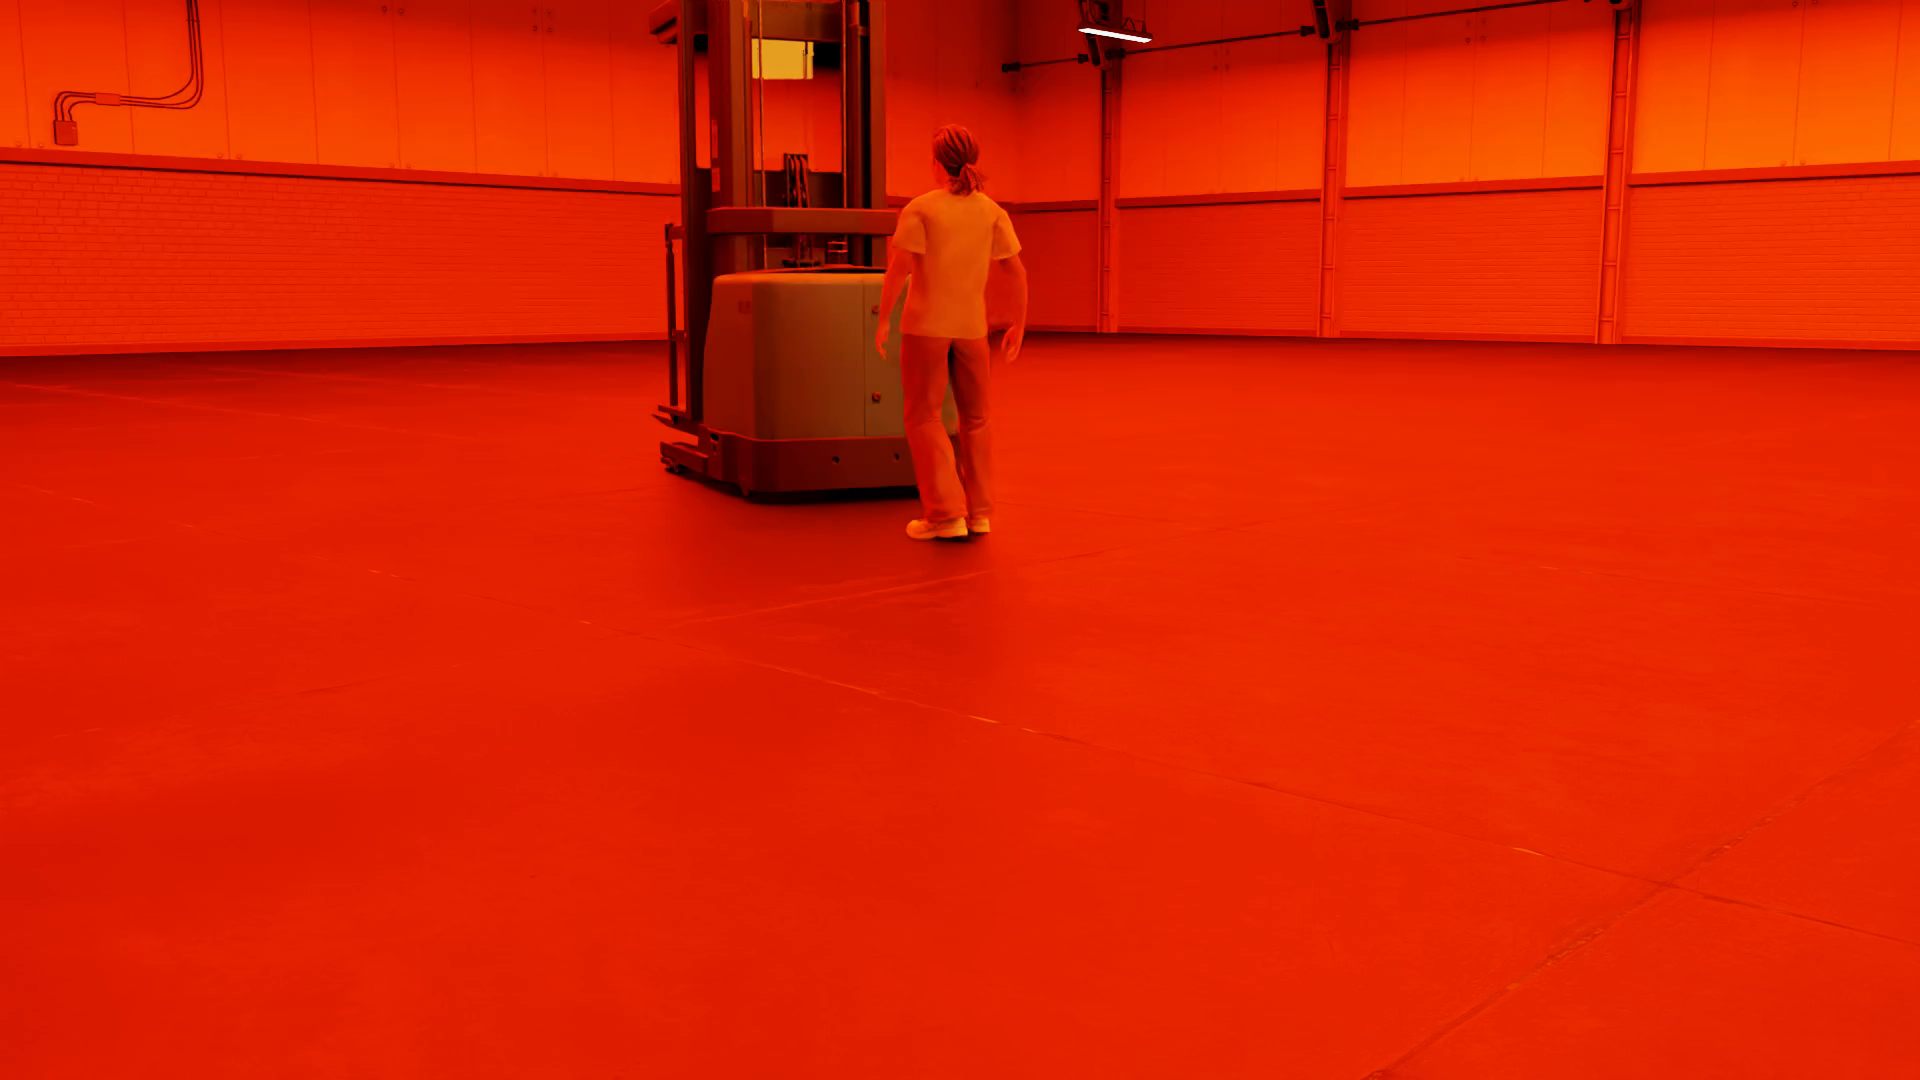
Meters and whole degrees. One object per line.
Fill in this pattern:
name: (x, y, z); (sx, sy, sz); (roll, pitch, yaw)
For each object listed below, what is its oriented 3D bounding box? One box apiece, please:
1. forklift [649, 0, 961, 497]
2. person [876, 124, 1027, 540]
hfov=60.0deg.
forklift: (-1.034, -1.833, 9.046); (1.130, 2.935, 3.031); (-4, 9, -23)
person: (-0.053, -0.824, 6.741); (0.606, 1.645, 0.608); (-3, 9, -18)
